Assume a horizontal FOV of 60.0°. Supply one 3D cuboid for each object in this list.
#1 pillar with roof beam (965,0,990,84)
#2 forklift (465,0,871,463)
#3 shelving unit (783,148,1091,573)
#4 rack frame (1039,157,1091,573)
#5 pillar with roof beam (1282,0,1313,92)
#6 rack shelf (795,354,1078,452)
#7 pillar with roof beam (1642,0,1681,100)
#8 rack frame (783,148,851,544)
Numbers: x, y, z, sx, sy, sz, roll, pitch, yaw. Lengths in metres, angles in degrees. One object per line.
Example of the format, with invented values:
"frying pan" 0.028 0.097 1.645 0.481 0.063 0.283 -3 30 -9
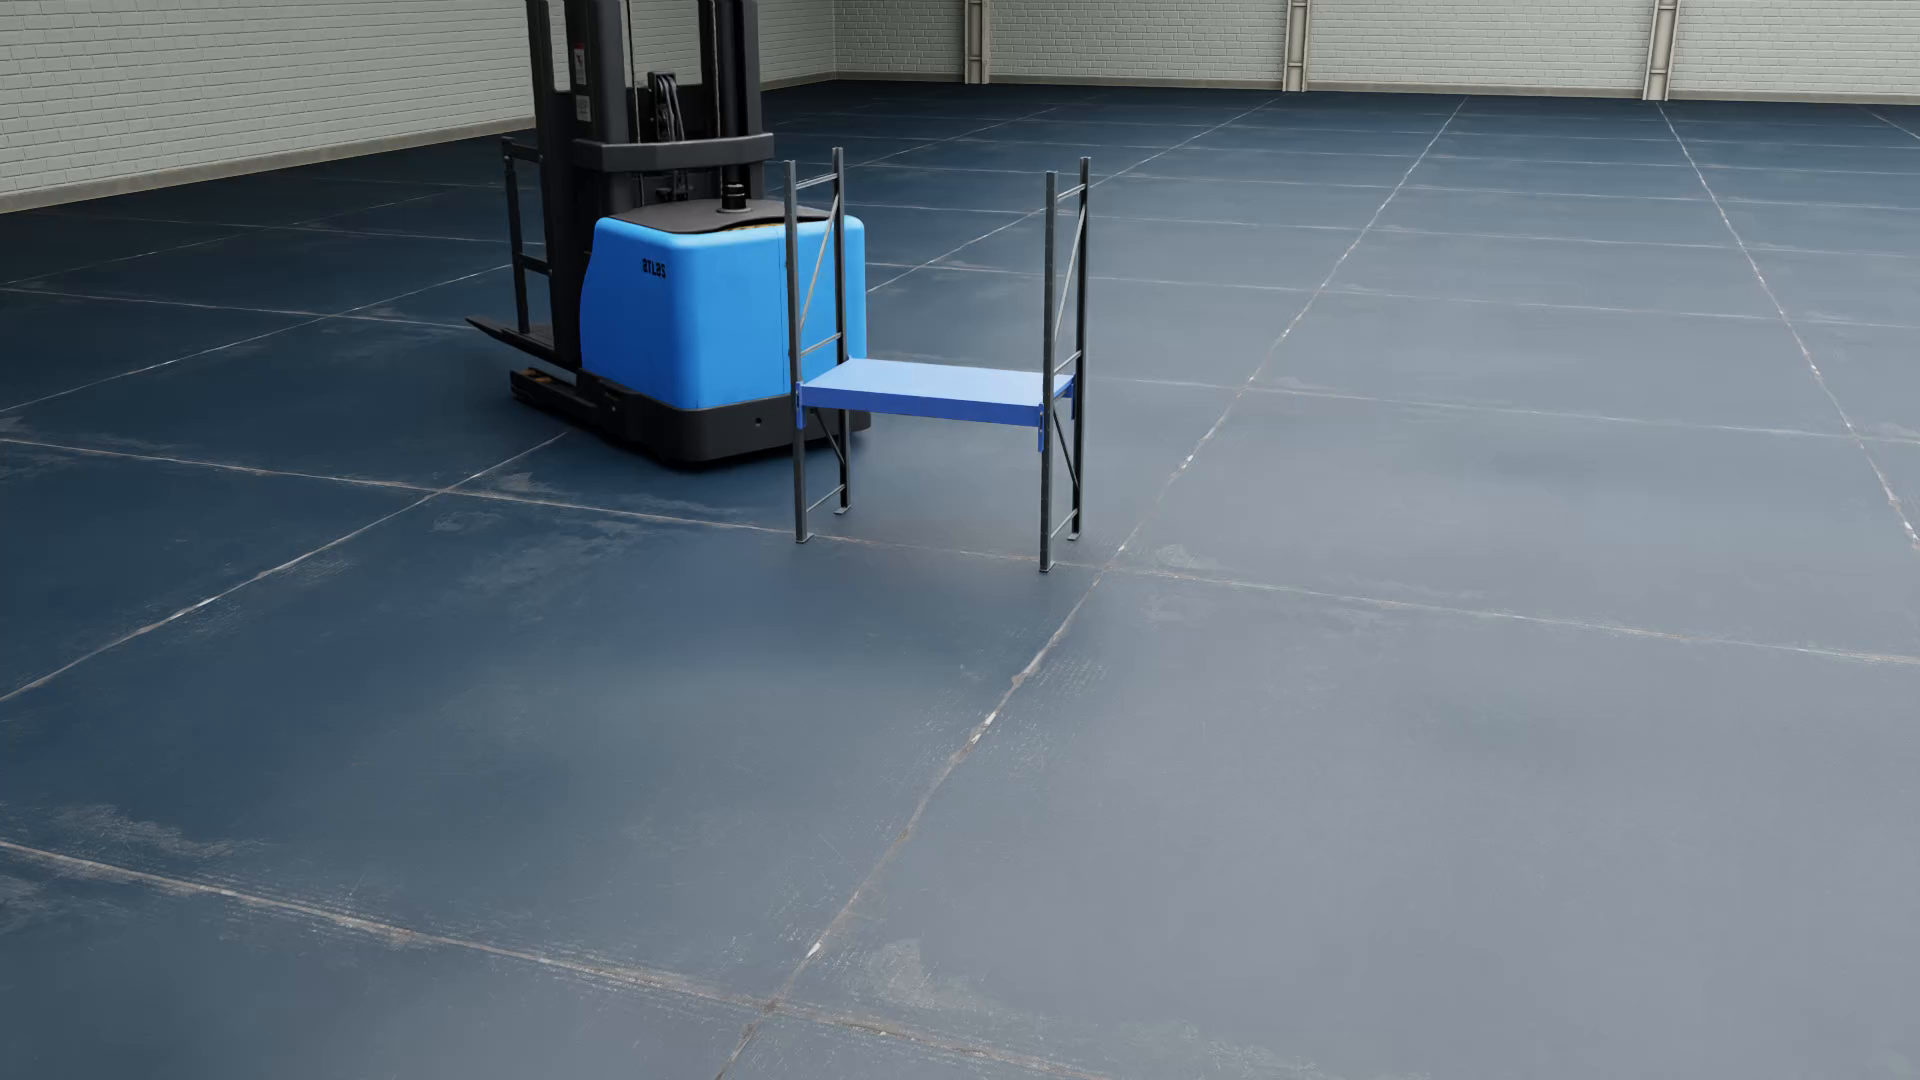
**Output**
"pillar with roof beam" -1.090 -11.603 26.307 0.400 9.000 9.100 7 20 18
"forklift" -1.724 -2.154 8.418 1.130 2.935 3.031 -14 24 -35
"shelving unit" -0.081 -0.717 6.472 1.048 1.500 0.538 7 20 18
"rack frame" 0.400 -0.663 6.314 0.032 1.500 0.500 7 20 18
"pillar with roof beam" 4.578 -10.955 24.448 0.400 9.000 9.100 7 20 18
"rack shelf" -0.081 -0.548 6.531 1.000 0.185 0.538 7 20 18
"pillar with roof beam" 10.245 -10.307 22.589 0.400 9.000 9.100 7 20 18
"rack frame" -0.561 -0.772 6.629 0.032 1.500 0.500 7 20 18
